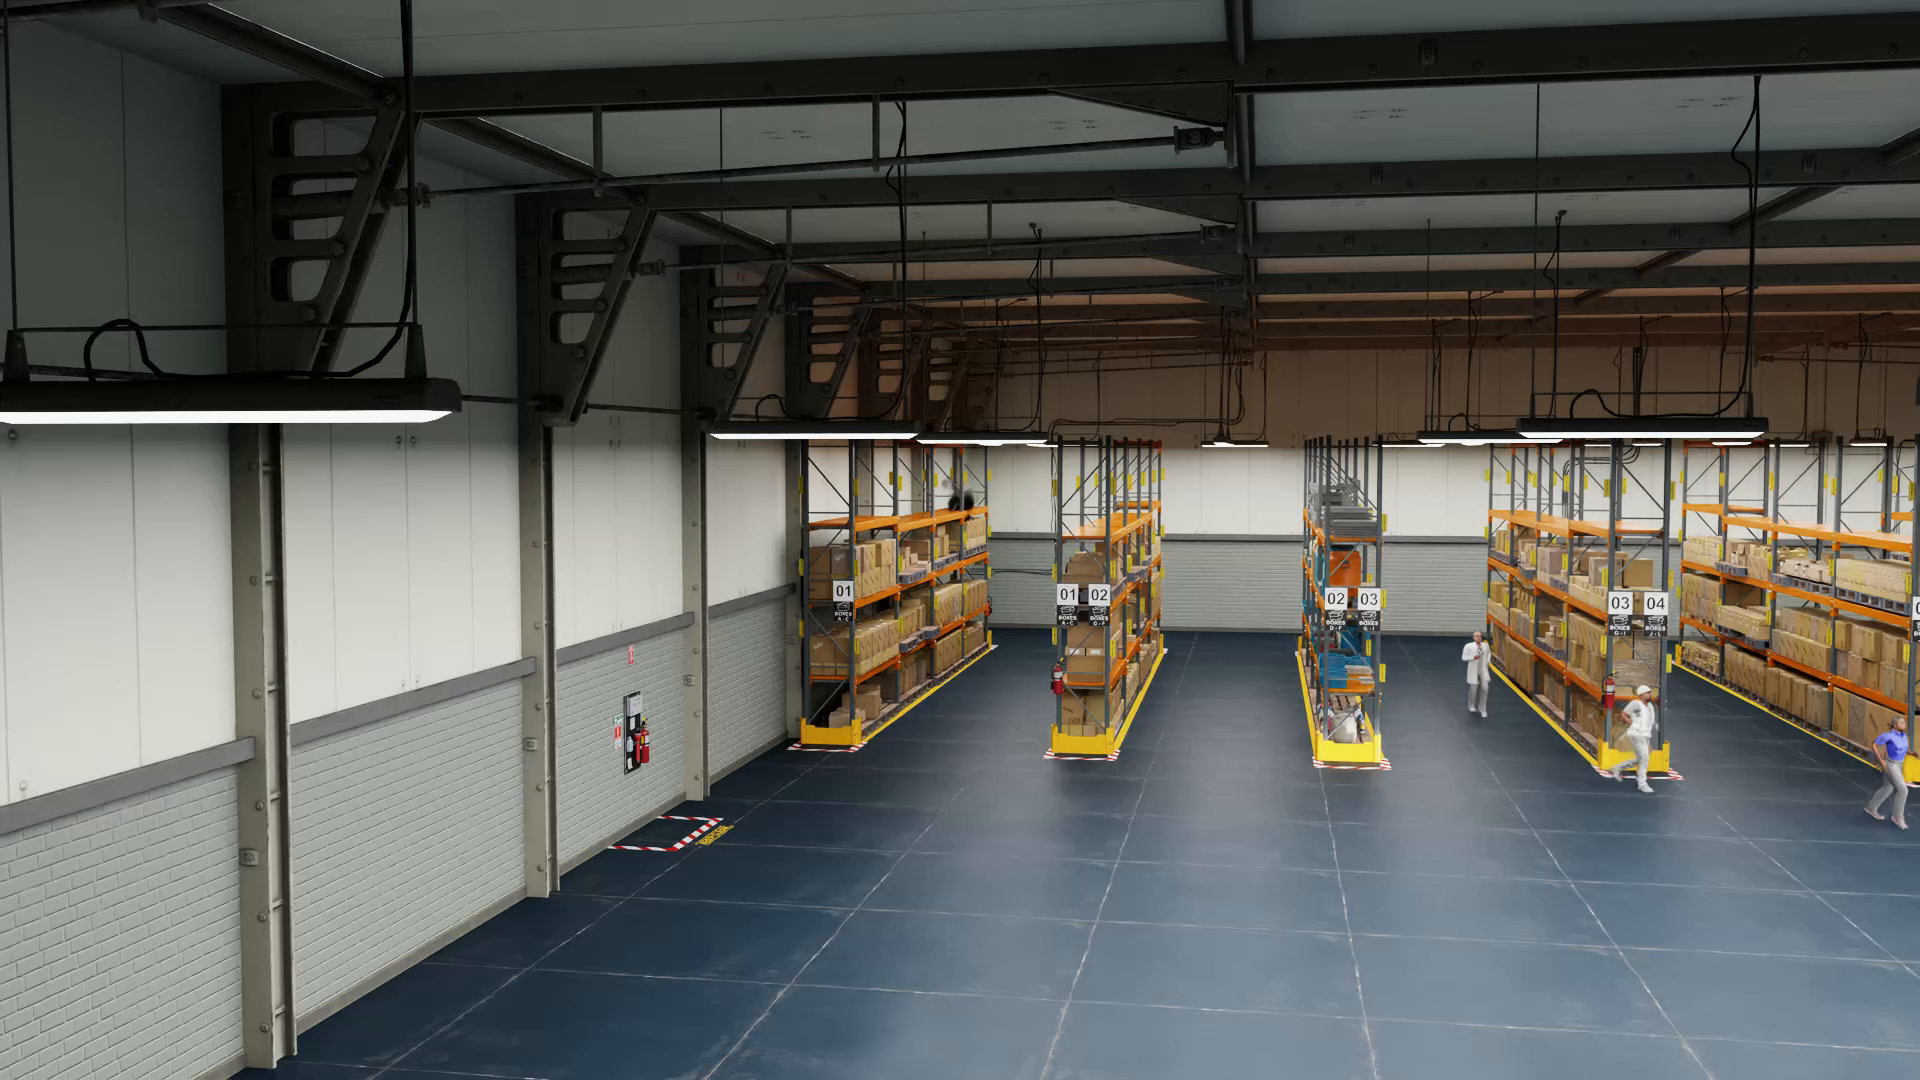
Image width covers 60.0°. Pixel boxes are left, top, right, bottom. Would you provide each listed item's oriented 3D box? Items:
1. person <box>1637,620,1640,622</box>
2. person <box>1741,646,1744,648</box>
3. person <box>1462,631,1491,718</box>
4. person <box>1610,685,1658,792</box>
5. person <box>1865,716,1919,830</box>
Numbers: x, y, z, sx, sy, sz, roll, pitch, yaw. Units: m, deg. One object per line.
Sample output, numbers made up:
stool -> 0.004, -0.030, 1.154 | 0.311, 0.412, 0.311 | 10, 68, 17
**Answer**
person -> 18.153, 2.492, 45.209 | 0.510, 1.591, 0.609 | -1, 3, -24
person -> 21.603, 2.405, 45.483 | 0.803, 1.754, 0.707 | 1, 3, 11
person -> 11.171, 2.889, 35.895 | 0.687, 1.844, 0.814 | 0, 3, 2
person -> 11.518, 3.339, 28.238 | 0.727, 1.756, 0.842 | -2, 4, -37
person -> 14.242, 3.525, 25.407 | 0.571, 1.711, 0.753 | -2, 4, -37
